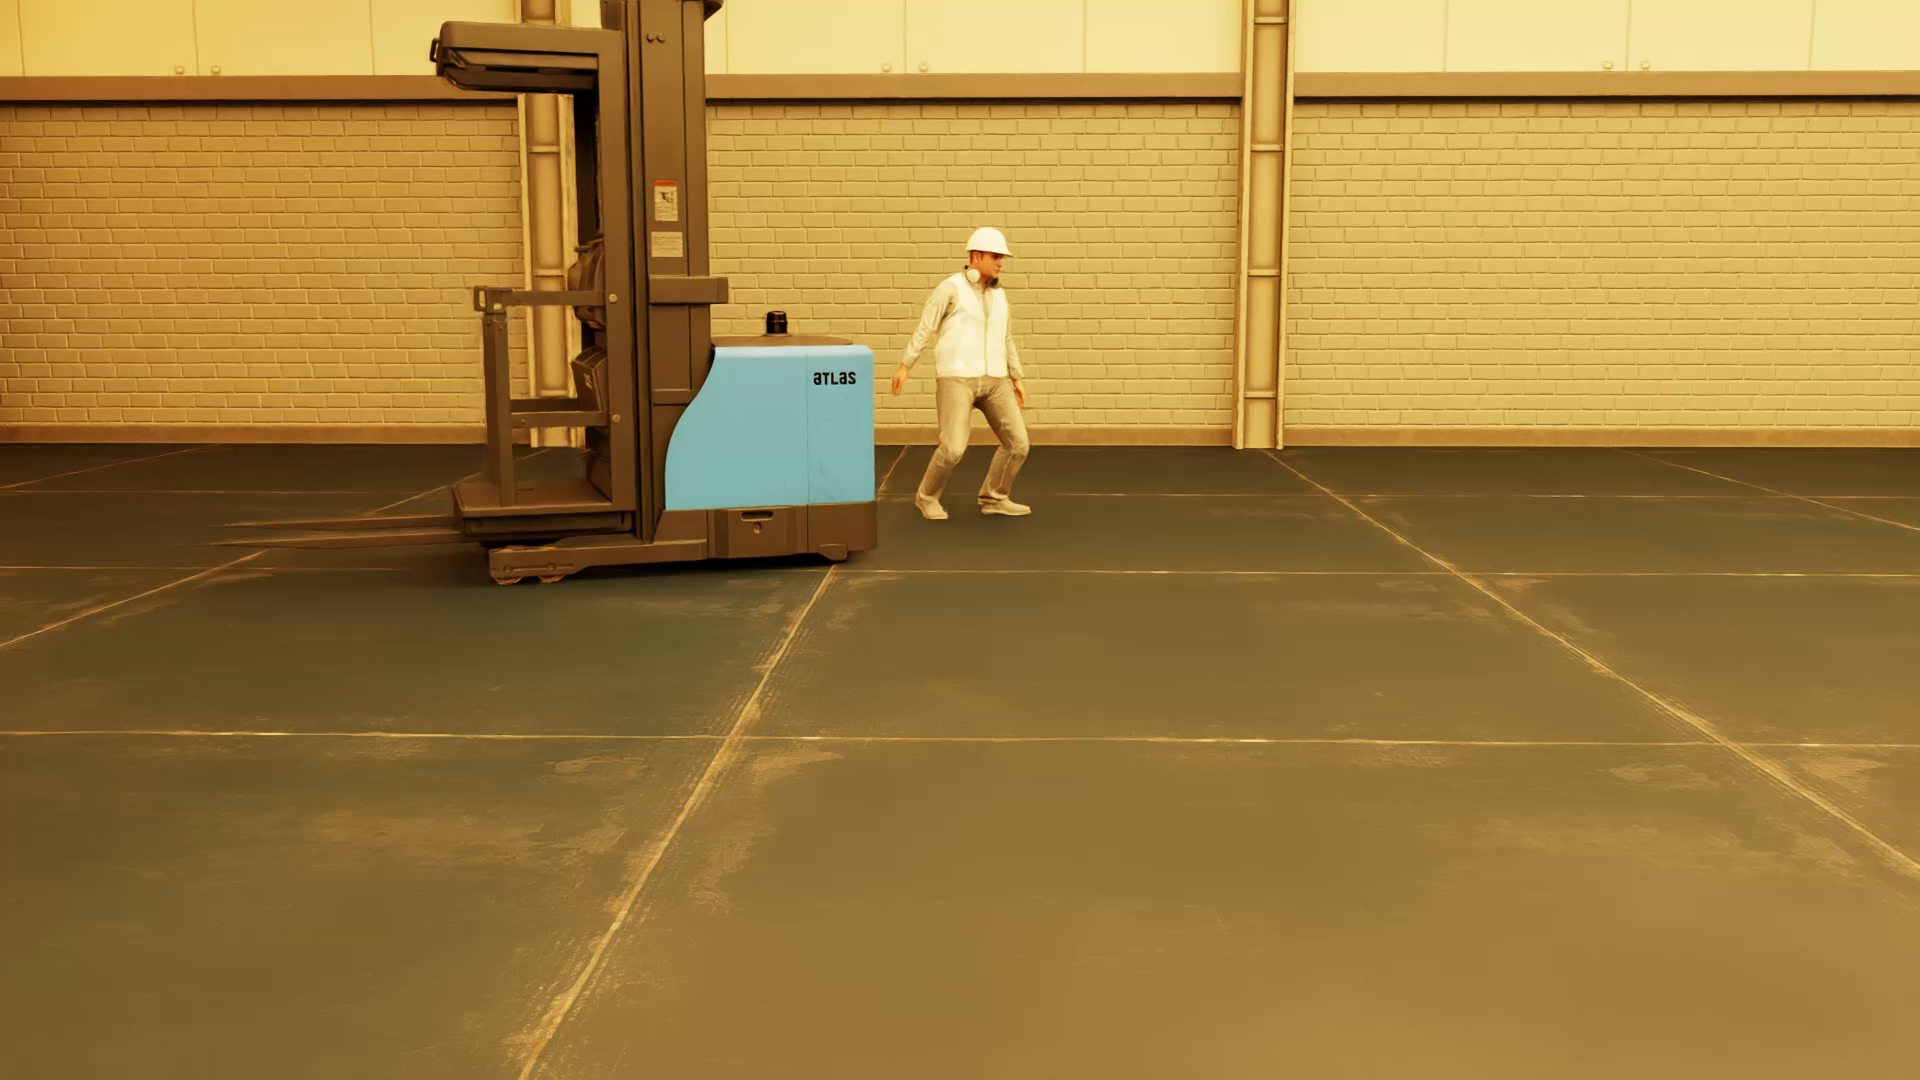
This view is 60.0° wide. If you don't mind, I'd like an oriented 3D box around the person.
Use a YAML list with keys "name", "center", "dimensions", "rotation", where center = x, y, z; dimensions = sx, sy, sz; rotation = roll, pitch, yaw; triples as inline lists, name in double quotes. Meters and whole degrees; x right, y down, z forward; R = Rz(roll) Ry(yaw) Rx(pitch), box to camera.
- name: "person"
  center: [0.013, -0.964, 9.733]
  dimensions: [0.873, 1.699, 0.486]
  rotation: [-5, 10, -30]

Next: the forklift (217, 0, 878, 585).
- name: "forklift"
  center: [-1.983, -1.332, 8.013]
  dimensions: [3.031, 2.935, 1.130]
  rotation: [-3, 9, -19]
